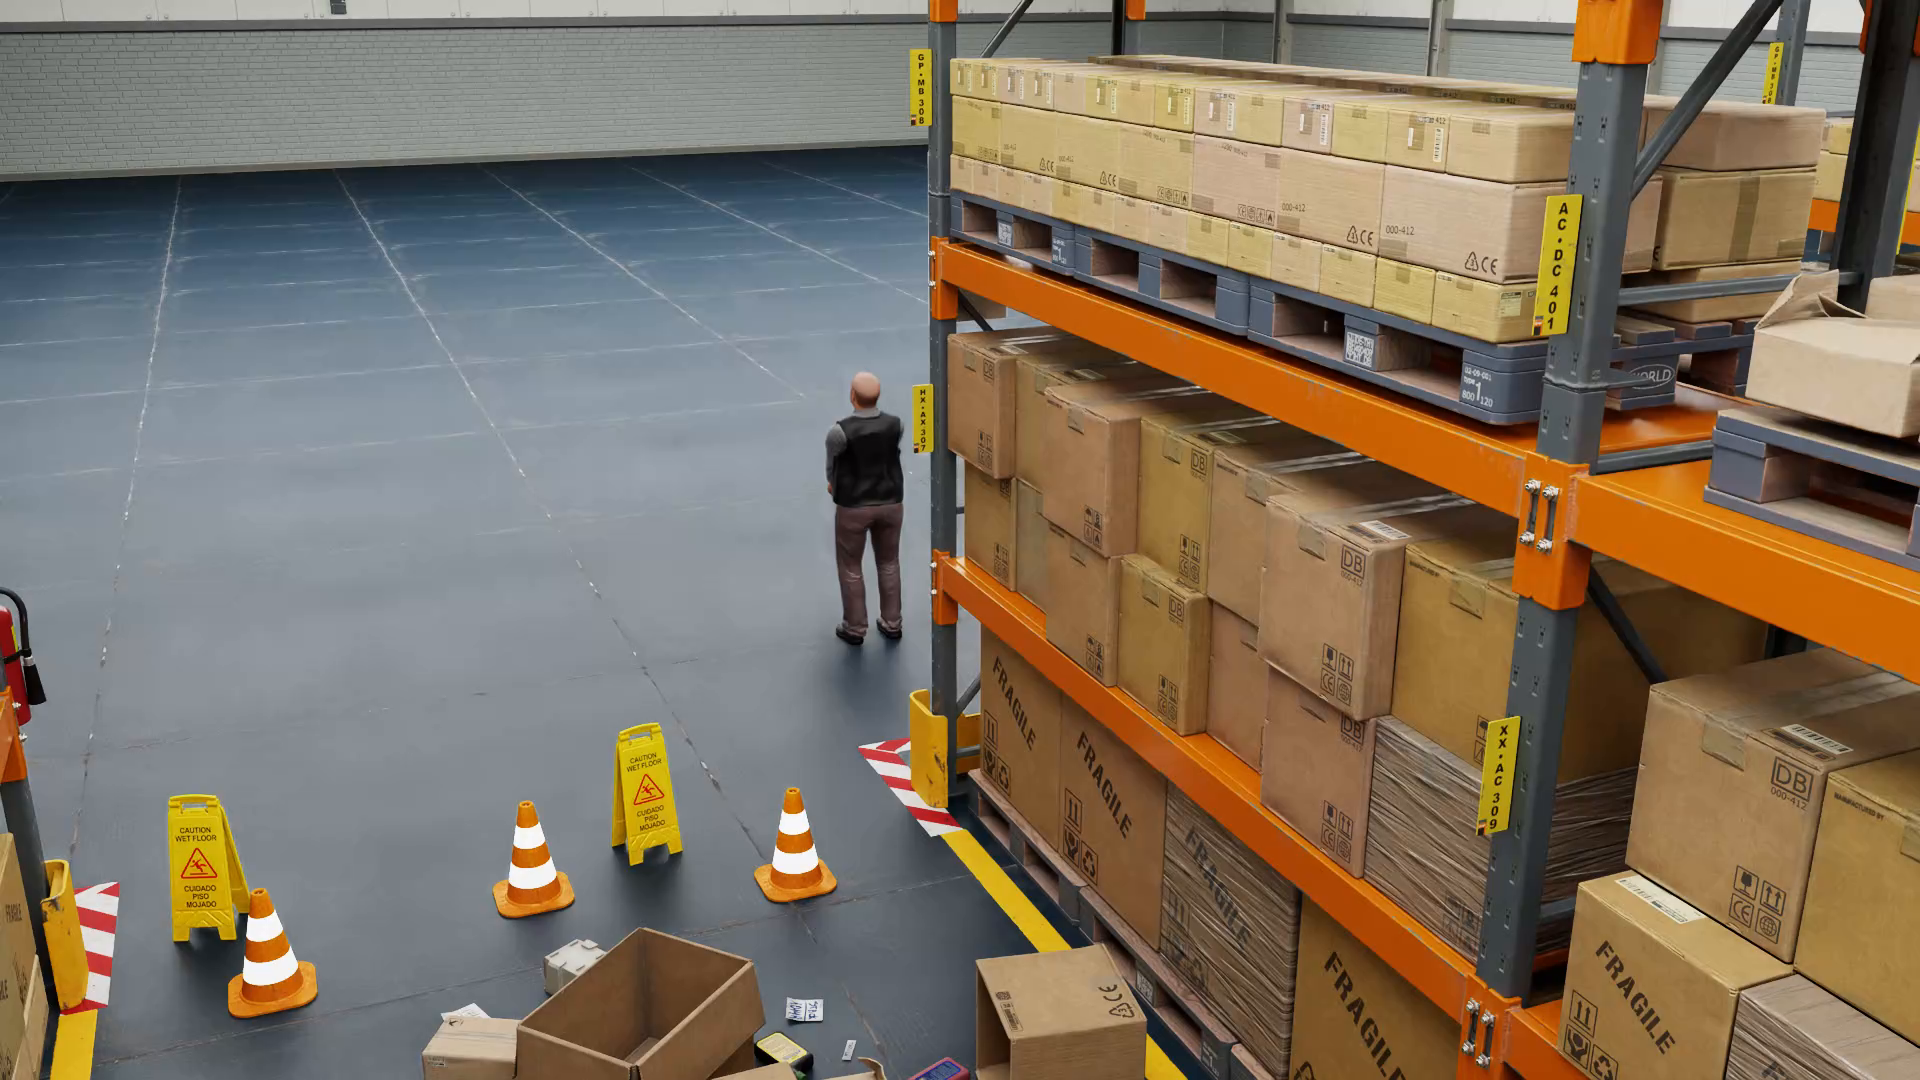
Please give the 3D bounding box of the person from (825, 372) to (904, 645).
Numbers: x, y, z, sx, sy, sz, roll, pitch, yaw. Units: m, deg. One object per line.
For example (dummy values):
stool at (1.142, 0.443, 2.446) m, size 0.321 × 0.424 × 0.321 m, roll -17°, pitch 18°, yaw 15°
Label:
person at (-0.612, -0.227, 10.282) m, size 0.494 × 1.714 × 0.546 m, roll -7°, pitch 20°, yaw -21°
